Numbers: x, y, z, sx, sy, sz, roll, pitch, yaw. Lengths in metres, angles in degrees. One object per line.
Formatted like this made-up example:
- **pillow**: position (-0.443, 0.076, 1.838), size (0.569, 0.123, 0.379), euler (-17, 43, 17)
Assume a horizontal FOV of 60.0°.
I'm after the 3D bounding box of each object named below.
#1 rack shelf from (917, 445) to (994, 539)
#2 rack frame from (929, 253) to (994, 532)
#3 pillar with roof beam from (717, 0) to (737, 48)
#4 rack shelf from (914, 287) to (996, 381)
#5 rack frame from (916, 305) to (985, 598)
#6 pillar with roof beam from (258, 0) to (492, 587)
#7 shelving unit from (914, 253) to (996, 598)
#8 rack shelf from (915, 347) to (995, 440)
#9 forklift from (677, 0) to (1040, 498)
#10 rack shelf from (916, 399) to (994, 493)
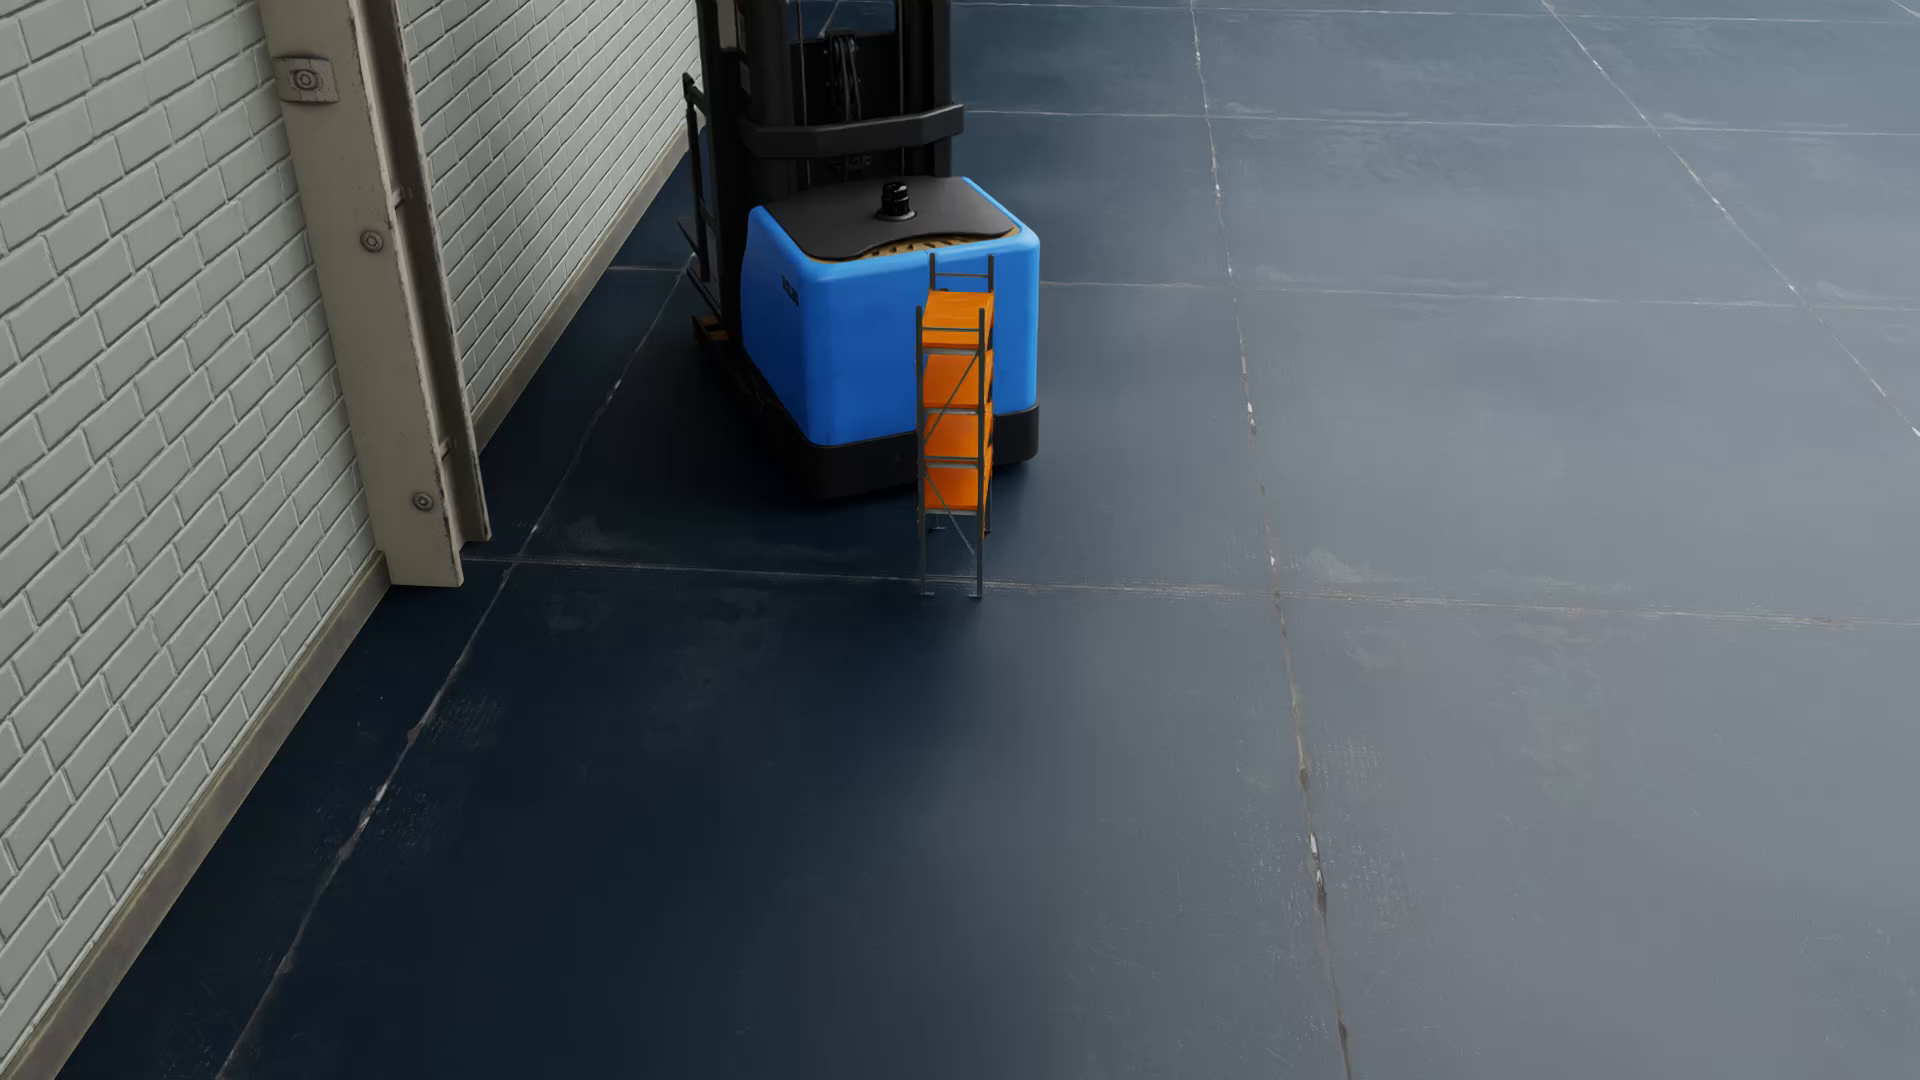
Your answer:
- **rack shelf**: position (-0.013, -0.198, 6.434), size (0.258, 0.148, 0.480), euler (2, 32, 4)
- **rack frame**: position (0.006, -0.552, 6.502), size (0.240, 1.200, 0.015), euler (2, 32, 4)
- **pillar with roof beam**: position (2.699, -6.712, 9.064), size (9.100, 9.000, 0.400), euler (2, 32, 4)
- **rack shelf**: position (-0.013, -0.759, 6.089), size (0.258, 0.148, 0.480), euler (2, 32, 4)
- **rack frame**: position (-0.033, -0.297, 6.088), size (0.240, 1.200, 0.015), euler (2, 32, 4)
- **pillar with roof beam**: position (2.211, -3.575, 3.973), size (9.100, 9.000, 0.400), euler (2, 32, 4)
- **shelving unit**: position (-0.013, -0.424, 6.295), size (0.258, 1.200, 0.503), euler (2, 32, 4)
- **rack shelf**: position (-0.013, -0.557, 6.213), size (0.258, 0.148, 0.480), euler (2, 32, 4)
- **forklift**: position (-0.684, -2.181, 7.495), size (1.130, 2.935, 3.031), euler (-12, 34, -19)
- **rack shelf**: position (-0.013, -0.367, 6.330), size (0.258, 0.148, 0.480), euler (2, 32, 4)
